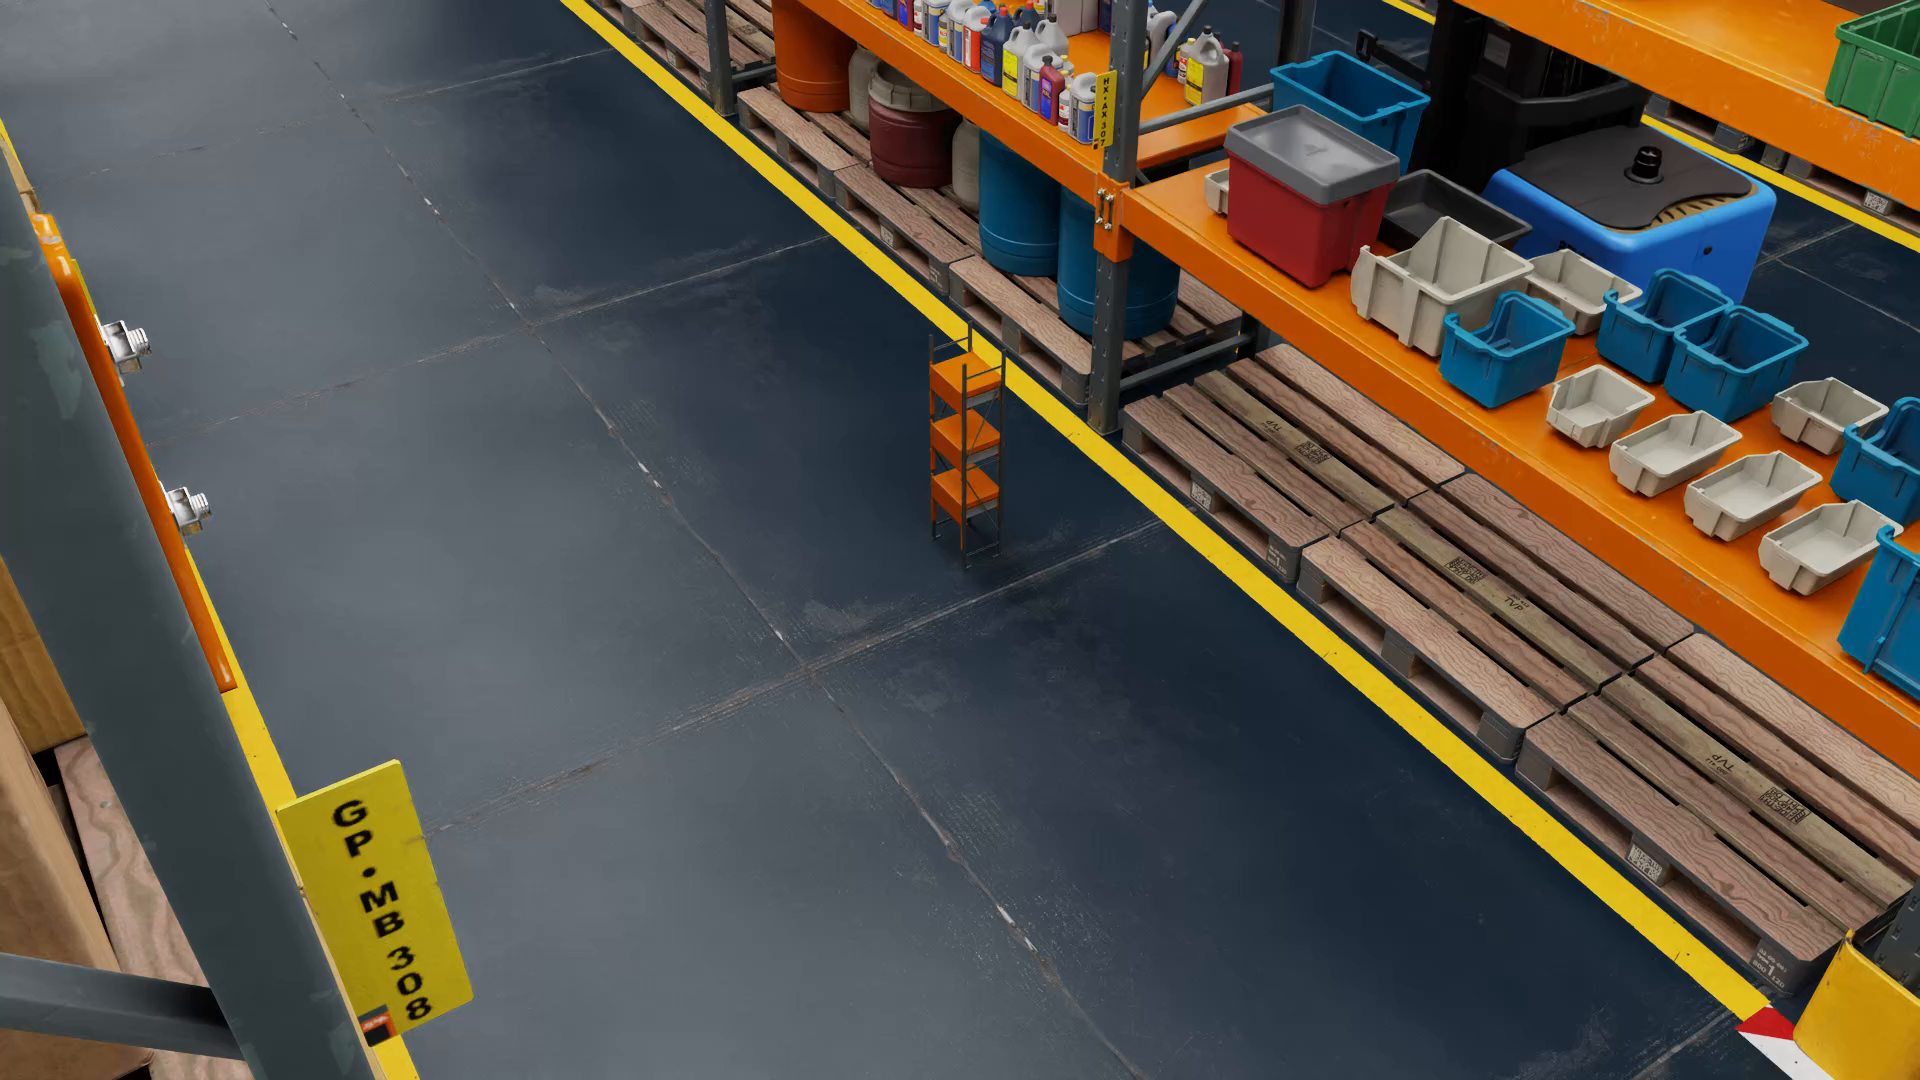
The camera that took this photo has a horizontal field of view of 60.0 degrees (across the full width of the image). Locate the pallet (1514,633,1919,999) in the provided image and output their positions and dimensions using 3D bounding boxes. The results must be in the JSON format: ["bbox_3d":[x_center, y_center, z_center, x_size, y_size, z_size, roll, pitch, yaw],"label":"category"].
[{"bbox_3d":[2.796,0.935,5.963,1.003,0.211,1.213,-22,45,-24],"label":"pallet"}]

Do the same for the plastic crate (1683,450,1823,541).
[{"bbox_3d":[2.472,-0.139,5.233,0.396,0.136,0.243,-22,45,-24],"label":"plastic crate"}]

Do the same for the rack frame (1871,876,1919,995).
[{"bbox_3d":[3.207,0.322,4.520,1.000,3.000,0.127,-22,45,-24],"label":"rack frame"}]

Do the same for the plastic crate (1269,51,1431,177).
[{"bbox_3d":[1.595,-1.719,6.936,0.392,0.384,0.575,-22,45,-24],"label":"plastic crate"}]

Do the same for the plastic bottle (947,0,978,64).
[{"bbox_3d":[0.032,-2.433,7.923,0.152,0.276,0.135,-22,45,-24],"label":"plastic bottle"}]

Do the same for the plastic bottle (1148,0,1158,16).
[{"bbox_3d":[0.893,-2.438,7.933,0.097,0.271,0.097,0,40,0],"label":"plastic bottle"}]

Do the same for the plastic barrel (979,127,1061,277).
[{"bbox_3d":[0.397,-1.874,8.467,0.600,0.901,0.708,-22,45,-24],"label":"plastic barrel"}]

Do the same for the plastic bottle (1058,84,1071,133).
[{"bbox_3d":[0.486,-1.915,7.360,0.097,0.201,0.097,0,40,0],"label":"plastic bottle"}]

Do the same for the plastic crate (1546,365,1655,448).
[{"bbox_3d":[2.127,-0.434,5.587,0.298,0.136,0.250,-22,45,-24],"label":"plastic crate"}]

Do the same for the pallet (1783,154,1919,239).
[{"bbox_3d":[5.603,-2.097,9.602,1.003,0.211,1.213,-22,45,-24],"label":"pallet"}]

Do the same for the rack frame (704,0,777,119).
[{"bbox_3d":[-1.095,-3.996,9.702,1.000,3.000,0.127,-22,45,-24],"label":"rack frame"}]

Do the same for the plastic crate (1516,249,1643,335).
[{"bbox_3d":[2.246,-0.922,6.173,0.293,0.136,0.466,-22,45,-24],"label":"plastic crate"}]

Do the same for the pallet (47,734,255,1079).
[{"bbox_3d":[-1.377,0.512,2.019,1.003,0.211,1.213,-22,45,-24],"label":"pallet"}]

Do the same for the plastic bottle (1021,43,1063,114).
[{"bbox_3d":[0.375,-2.088,7.509,0.152,0.276,0.135,-22,45,-24],"label":"plastic bottle"}]

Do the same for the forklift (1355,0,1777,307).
[{"bbox_3d":[2.549,-2.547,8.017,1.130,2.935,3.031,-19,43,-22],"label":"forklift"}]

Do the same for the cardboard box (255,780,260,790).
[{"bbox_3d":[-1.988,0.710,4.251,0.380,0.149,0.250,-23,45,-25],"label":"cardboard box"}]

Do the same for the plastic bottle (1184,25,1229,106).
[{"bbox_3d":[1.118,-2.141,7.515,0.144,0.351,0.185,-22,45,-24],"label":"plastic bottle"}]

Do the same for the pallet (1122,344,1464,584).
[{"bbox_3d":[1.484,-0.382,7.544,1.003,0.211,1.213,-22,45,-24],"label":"pallet"}]

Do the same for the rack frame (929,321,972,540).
[{"bbox_3d":[-0.037,-0.440,6.958,0.200,1.050,0.008,-22,45,-24],"label":"rack frame"}]

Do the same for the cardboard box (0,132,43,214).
[{"bbox_3d":[-4.917,-1.256,7.746,1.225,0.875,0.875,-24,46,-26],"label":"cardboard box"}]

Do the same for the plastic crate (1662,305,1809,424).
[{"bbox_3d":[2.644,-0.594,5.703,0.416,0.233,0.300,-22,45,-24],"label":"plastic crate"}]

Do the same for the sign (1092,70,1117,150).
[{"bbox_3d":[0.591,-1.755,6.797,0.100,0.325,0.005,-22,45,-24],"label":"sign"}]

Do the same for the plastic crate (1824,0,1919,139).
[{"bbox_3d":[2.436,-1.183,4.149,0.450,0.188,0.336,-22,45,-24],"label":"plastic crate"}]

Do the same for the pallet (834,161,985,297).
[{"bbox_3d":[0.016,-1.856,9.312,1.003,0.211,1.213,-22,45,-24],"label":"pallet"}]

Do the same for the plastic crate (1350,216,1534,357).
[{"bbox_3d":[1.722,-0.927,6.065,0.437,0.282,0.530,-22,45,-24],"label":"plastic crate"}]

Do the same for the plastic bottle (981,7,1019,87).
[{"bbox_3d":[0.187,-2.301,7.707,0.144,0.351,0.185,-22,45,-24],"label":"plastic bottle"}]

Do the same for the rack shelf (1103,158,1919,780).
[{"bbox_3d":[2.132,-0.481,6.046,1.077,0.370,4.000,-22,45,-24],"label":"rack shelf"}]

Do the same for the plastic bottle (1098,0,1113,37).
[{"bbox_3d":[0.741,-2.616,8.138,0.061,0.283,0.133,-22,45,-24],"label":"plastic bottle"}]

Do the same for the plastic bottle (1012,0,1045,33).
[{"bbox_3d":[0.308,-2.351,7.766,0.144,0.351,0.185,-22,45,-24],"label":"plastic bottle"}]

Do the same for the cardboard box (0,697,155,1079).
[{"bbox_3d":[-1.294,0.374,1.630,0.700,0.500,0.500,-25,46,-27],"label":"cardboard box"}]

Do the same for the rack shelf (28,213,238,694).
[{"bbox_3d":[-2.044,-0.927,2.208,1.077,0.370,4.000,-22,45,-24],"label":"rack shelf"}]

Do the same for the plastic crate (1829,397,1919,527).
[{"bbox_3d":[2.998,-0.239,5.277,0.416,0.233,0.300,-22,45,-24],"label":"plastic crate"}]

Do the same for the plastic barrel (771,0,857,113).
[{"bbox_3d":[-0.817,-3.065,9.953,0.600,0.830,0.708,-22,45,-24],"label":"plastic barrel"}]

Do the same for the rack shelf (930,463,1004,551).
[{"bbox_3d":[0.029,-0.153,7.064,0.215,0.259,0.240,-22,45,-24],"label":"rack shelf"}]

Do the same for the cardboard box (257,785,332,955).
[{"bbox_3d":[-1.552,0.783,3.266,0.500,0.500,0.500,-23,45,-26],"label":"cardboard box"}]

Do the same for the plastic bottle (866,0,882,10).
[{"bbox_3d":[-0.389,-2.855,8.430,0.152,0.276,0.135,-22,45,-24],"label":"plastic bottle"}]

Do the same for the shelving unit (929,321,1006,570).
[{"bbox_3d":[0.029,-0.374,6.879,0.215,1.050,0.252,-22,45,-24],"label":"shelving unit"}]

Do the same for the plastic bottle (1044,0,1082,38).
[{"bbox_3d":[0.502,-2.618,8.145,0.152,0.276,0.135,-22,45,-24],"label":"plastic bottle"}]

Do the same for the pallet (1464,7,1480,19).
[{"bbox_3d":[4.105,-3.554,11.350,1.003,0.211,1.213,-22,45,-24],"label":"pallet"}]

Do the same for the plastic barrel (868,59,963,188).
[{"bbox_3d":[-0.210,-2.363,9.298,0.600,0.588,0.708,-22,45,-24],"label":"plastic barrel"}]

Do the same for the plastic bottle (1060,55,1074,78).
[{"bbox_3d":[0.470,-2.112,7.597,0.097,0.201,0.097,0,40,0],"label":"plastic bottle"}]

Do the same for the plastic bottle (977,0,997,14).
[{"bbox_3d":[0.127,-2.484,7.988,0.097,0.271,0.097,0,40,0],"label":"plastic bottle"}]

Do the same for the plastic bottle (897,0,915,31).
[{"bbox_3d":[-0.256,-2.670,8.202,0.061,0.283,0.133,-22,45,-24],"label":"plastic bottle"}]

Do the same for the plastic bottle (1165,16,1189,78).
[{"bbox_3d":[1.017,-2.313,7.783,0.097,0.271,0.097,0,40,0],"label":"plastic bottle"}]

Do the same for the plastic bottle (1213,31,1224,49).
[{"bbox_3d":[1.147,-2.209,7.649,0.061,0.283,0.133,-22,45,-24],"label":"plastic bottle"}]

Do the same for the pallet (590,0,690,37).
[{"bbox_3d":[-2.130,-4.014,11.902,1.003,0.211,1.213,-22,45,-24],"label":"pallet"}]

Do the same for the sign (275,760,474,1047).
[{"bbox_3d":[-0.498,0.321,1.434,0.100,0.325,0.005,-22,45,-24],"label":"sign"}]

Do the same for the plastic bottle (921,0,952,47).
[{"bbox_3d":[-0.093,-2.558,8.073,0.152,0.276,0.135,-22,45,-24],"label":"plastic bottle"}]
